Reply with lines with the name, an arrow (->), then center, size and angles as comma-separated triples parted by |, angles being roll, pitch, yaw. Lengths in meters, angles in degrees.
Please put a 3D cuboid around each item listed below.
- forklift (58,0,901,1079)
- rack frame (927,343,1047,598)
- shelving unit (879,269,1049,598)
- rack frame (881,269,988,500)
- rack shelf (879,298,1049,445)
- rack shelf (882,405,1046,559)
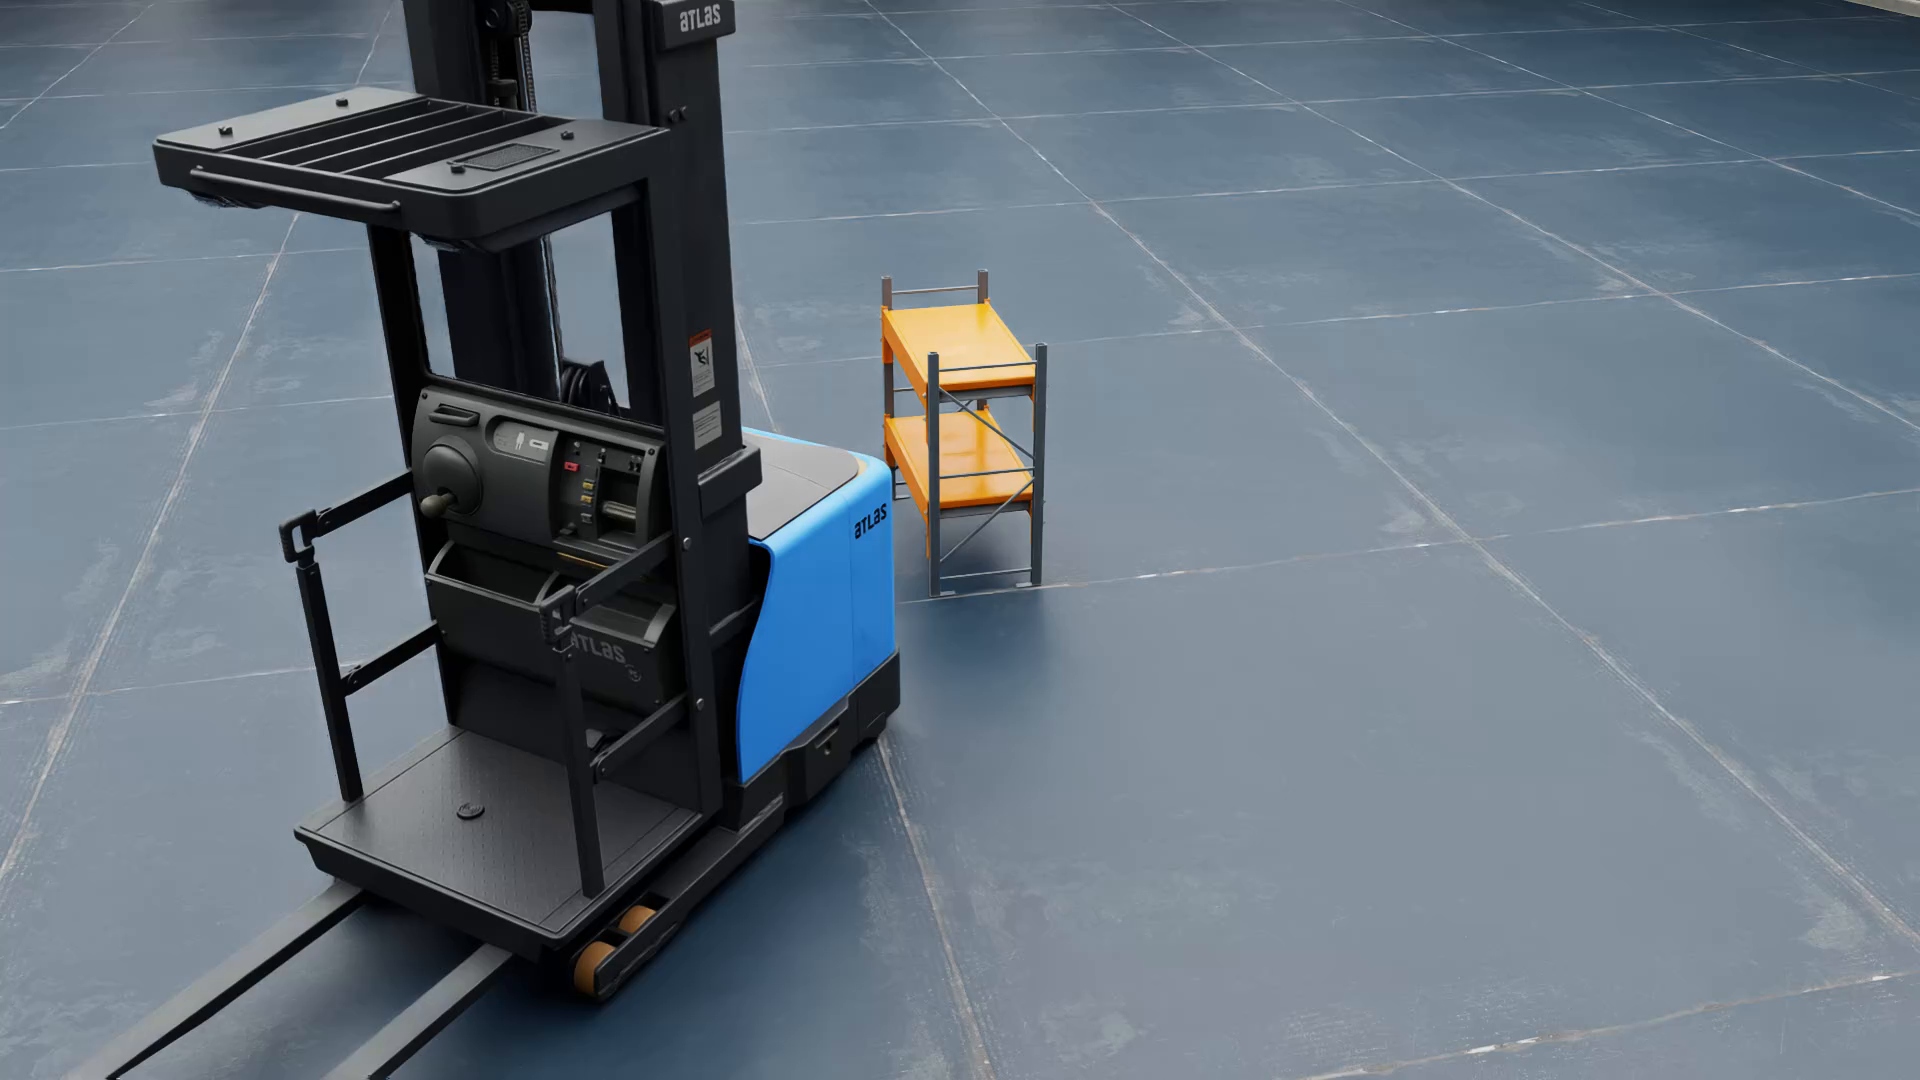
forklift -> -1.382, -0.161, 4.816 | 1.130, 2.935, 3.031 | 14, 30, 26
rack frame -> 0.113, -0.282, 7.060 | 0.500, 1.125, 0.032 | -6, 27, -12
shelving unit -> -0.002, -0.505, 7.502 | 0.538, 1.125, 1.048 | -6, 27, -12
rack frame -> -0.116, -0.728, 7.945 | 0.500, 1.125, 0.032 | -6, 27, -12
rack shelf -> -0.002, -0.766, 7.371 | 0.538, 0.278, 1.000 | -6, 27, -12
rack shelf -> -0.002, -0.287, 7.613 | 0.538, 0.278, 1.000 | -6, 27, -12
